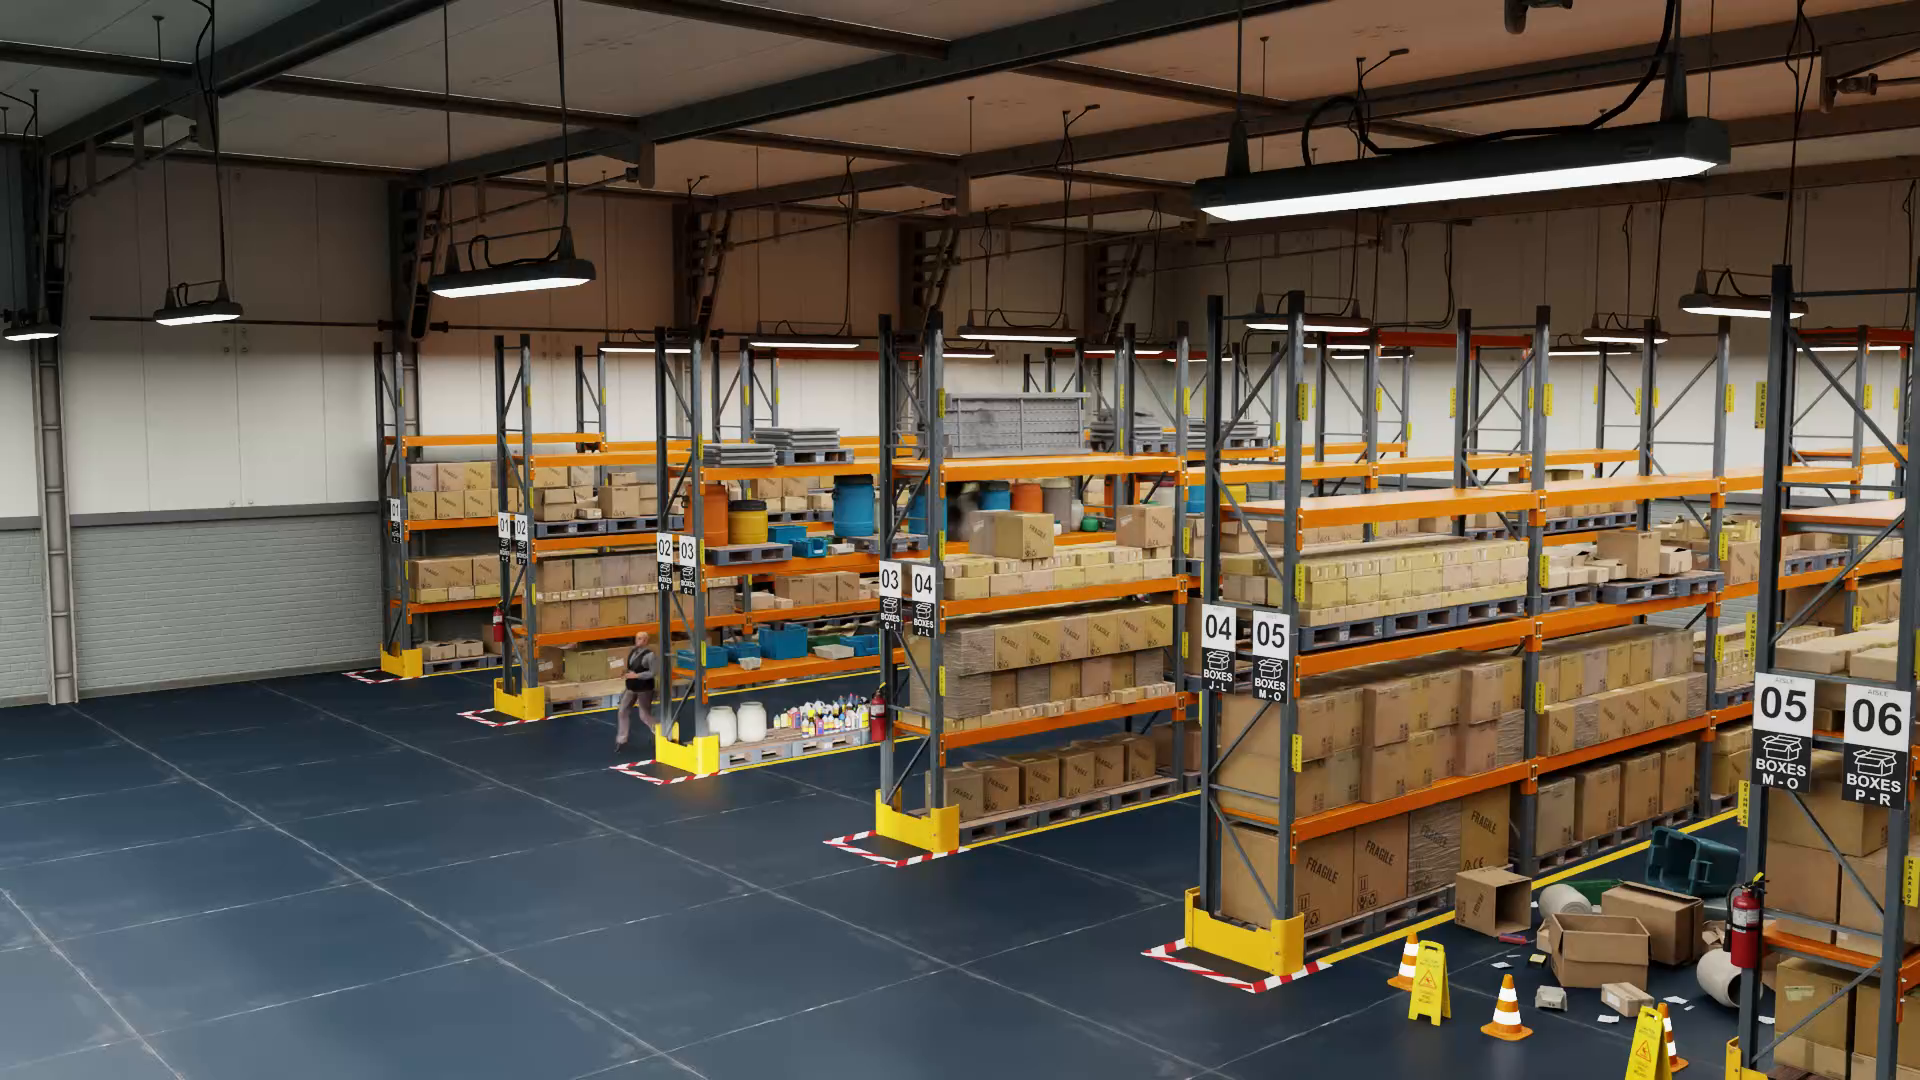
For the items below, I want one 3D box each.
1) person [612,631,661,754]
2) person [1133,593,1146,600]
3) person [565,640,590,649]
[{"bbox_3d":[-4.528,2.166,23.726,0.664,1.757,0.877,4,7,37],"label":"person"},{"bbox_3d":[3.245,1.383,31.920,0.704,1.732,0.653,5,7,43],"label":"person"},{"bbox_3d":[-6.534,1.695,29.067,0.599,1.694,0.817,5,7,42],"label":"person"}]
